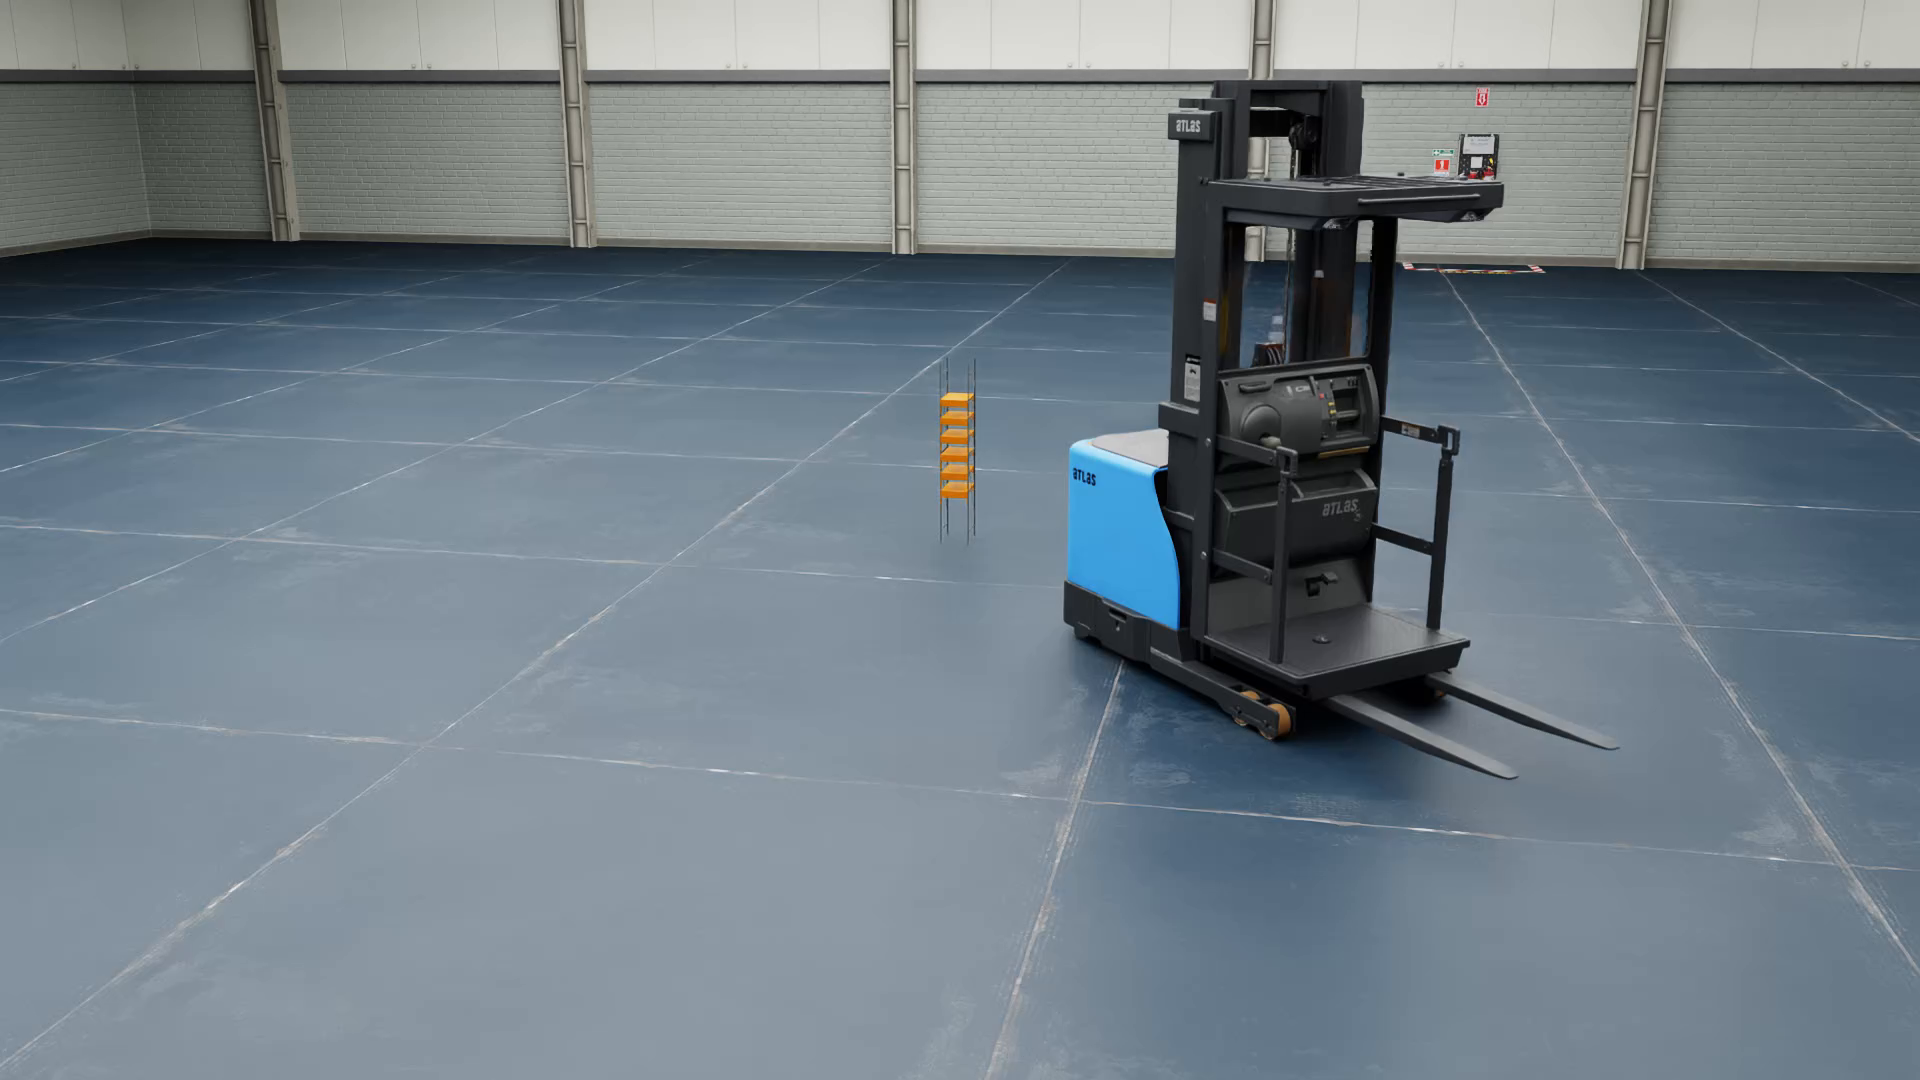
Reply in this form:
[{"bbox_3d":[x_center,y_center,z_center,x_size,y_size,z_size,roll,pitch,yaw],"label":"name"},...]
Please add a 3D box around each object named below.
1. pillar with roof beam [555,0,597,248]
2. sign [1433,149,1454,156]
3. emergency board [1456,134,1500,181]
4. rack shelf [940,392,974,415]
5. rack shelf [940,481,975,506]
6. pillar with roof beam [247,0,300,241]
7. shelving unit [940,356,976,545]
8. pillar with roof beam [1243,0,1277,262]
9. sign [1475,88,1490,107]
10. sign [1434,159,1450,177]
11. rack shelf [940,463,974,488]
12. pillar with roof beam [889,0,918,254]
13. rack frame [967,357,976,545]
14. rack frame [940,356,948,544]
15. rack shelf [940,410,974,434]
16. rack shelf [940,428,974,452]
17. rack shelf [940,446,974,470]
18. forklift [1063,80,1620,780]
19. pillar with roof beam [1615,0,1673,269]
[{"bbox_3d":[-7.701,-8.553,25.010,0.400,9.000,9.100,3,16,11],"label":"pillar with roof beam"},{"bbox_3d":[7.864,-6.298,27.049,0.331,0.109,0.001,3,16,11],"label":"sign"},{"bbox_3d":[8.382,-5.972,26.931,0.643,1.169,0.194,3,16,11],"label":"emergency board"},{"bbox_3d":[-0.014,-0.883,10.750,0.180,0.103,0.258,3,16,11],"label":"rack shelf"},{"bbox_3d":[-0.014,-0.305,10.911,0.180,0.103,0.258,3,16,11],"label":"rack shelf"},{"bbox_3d":[-13.580,-8.872,26.163,0.400,9.000,9.100,3,16,11],"label":"pillar with roof beam"},{"bbox_3d":[-0.014,-0.579,10.835,0.189,1.200,0.258,3,16,11],"label":"shelving unit"},{"bbox_3d":[4.059,-7.914,22.706,0.400,9.000,9.100,3,16,11],"label":"pillar with roof beam"},{"bbox_3d":[8.394,-7.115,26.717,0.199,0.298,0.001,3,16,11],"label":"sign"},{"bbox_3d":[7.861,-6.045,27.129,0.234,0.329,0.001,3,16,11],"label":"sign"},{"bbox_3d":[-0.014,-0.421,10.879,0.180,0.103,0.258,3,16,11],"label":"rack shelf"},{"bbox_3d":[-1.821,-8.233,23.858,0.400,9.000,9.100,3,16,11],"label":"pillar with roof beam"},{"bbox_3d":[0.075,-0.574,10.817,0.006,1.200,0.240,3,16,11],"label":"rack frame"},{"bbox_3d":[-0.104,-0.584,10.852,0.006,1.200,0.240,3,16,11],"label":"rack frame"},{"bbox_3d":[-0.014,-0.767,10.782,0.180,0.103,0.258,3,16,11],"label":"rack shelf"},{"bbox_3d":[-0.014,-0.652,10.814,0.180,0.103,0.258,3,16,11],"label":"rack shelf"},{"bbox_3d":[-0.014,-0.536,10.846,0.180,0.103,0.258,3,16,11],"label":"rack shelf"},{"bbox_3d":[1.741,-0.631,7.780,1.130,2.935,3.031,-9,18,-29],"label":"forklift"},{"bbox_3d":[9.938,-7.595,21.554,0.400,9.000,9.100,3,16,11],"label":"pillar with roof beam"}]
